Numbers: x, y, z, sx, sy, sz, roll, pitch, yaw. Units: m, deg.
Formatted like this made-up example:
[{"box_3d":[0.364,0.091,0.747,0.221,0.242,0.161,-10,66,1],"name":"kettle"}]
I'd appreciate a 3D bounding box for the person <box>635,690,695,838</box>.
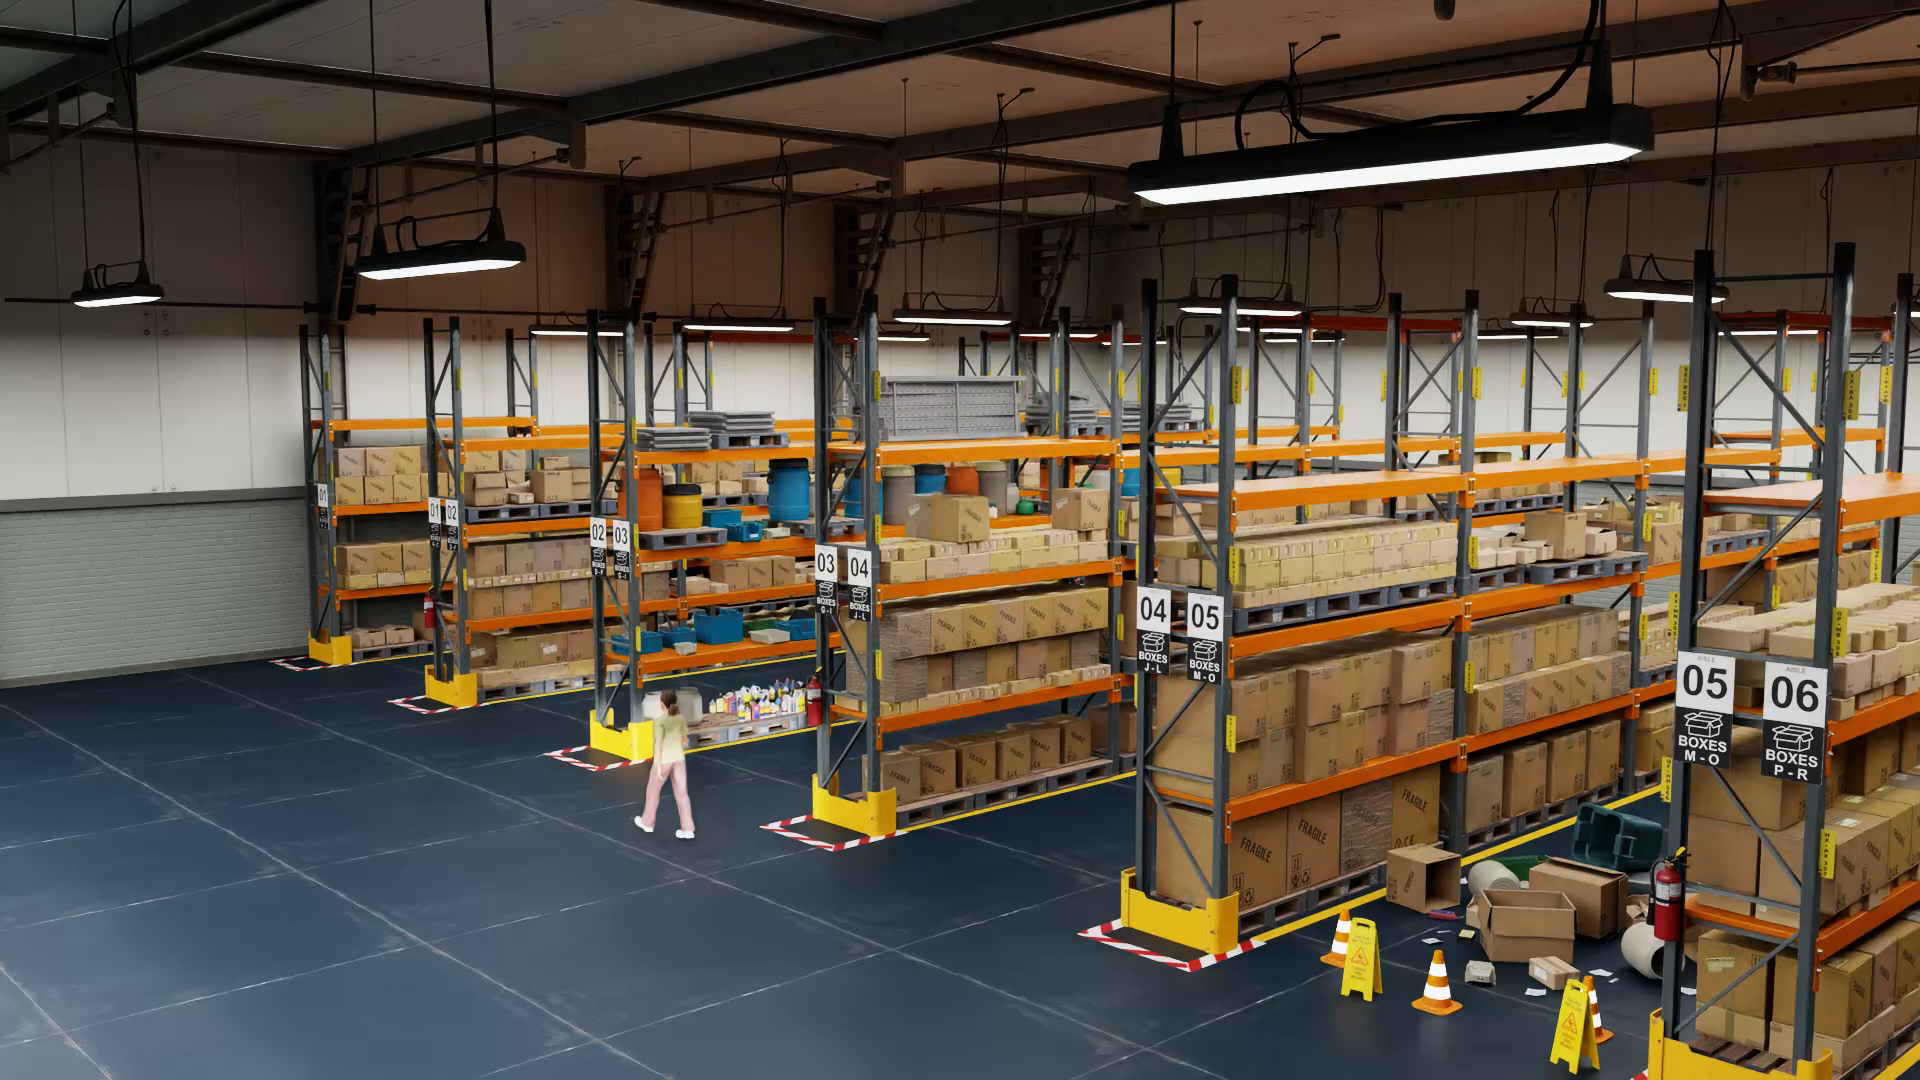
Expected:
[{"box_3d":[-3.263,2.474,18.547,0.465,1.641,0.892,-4,7,-33],"name":"person"}]
